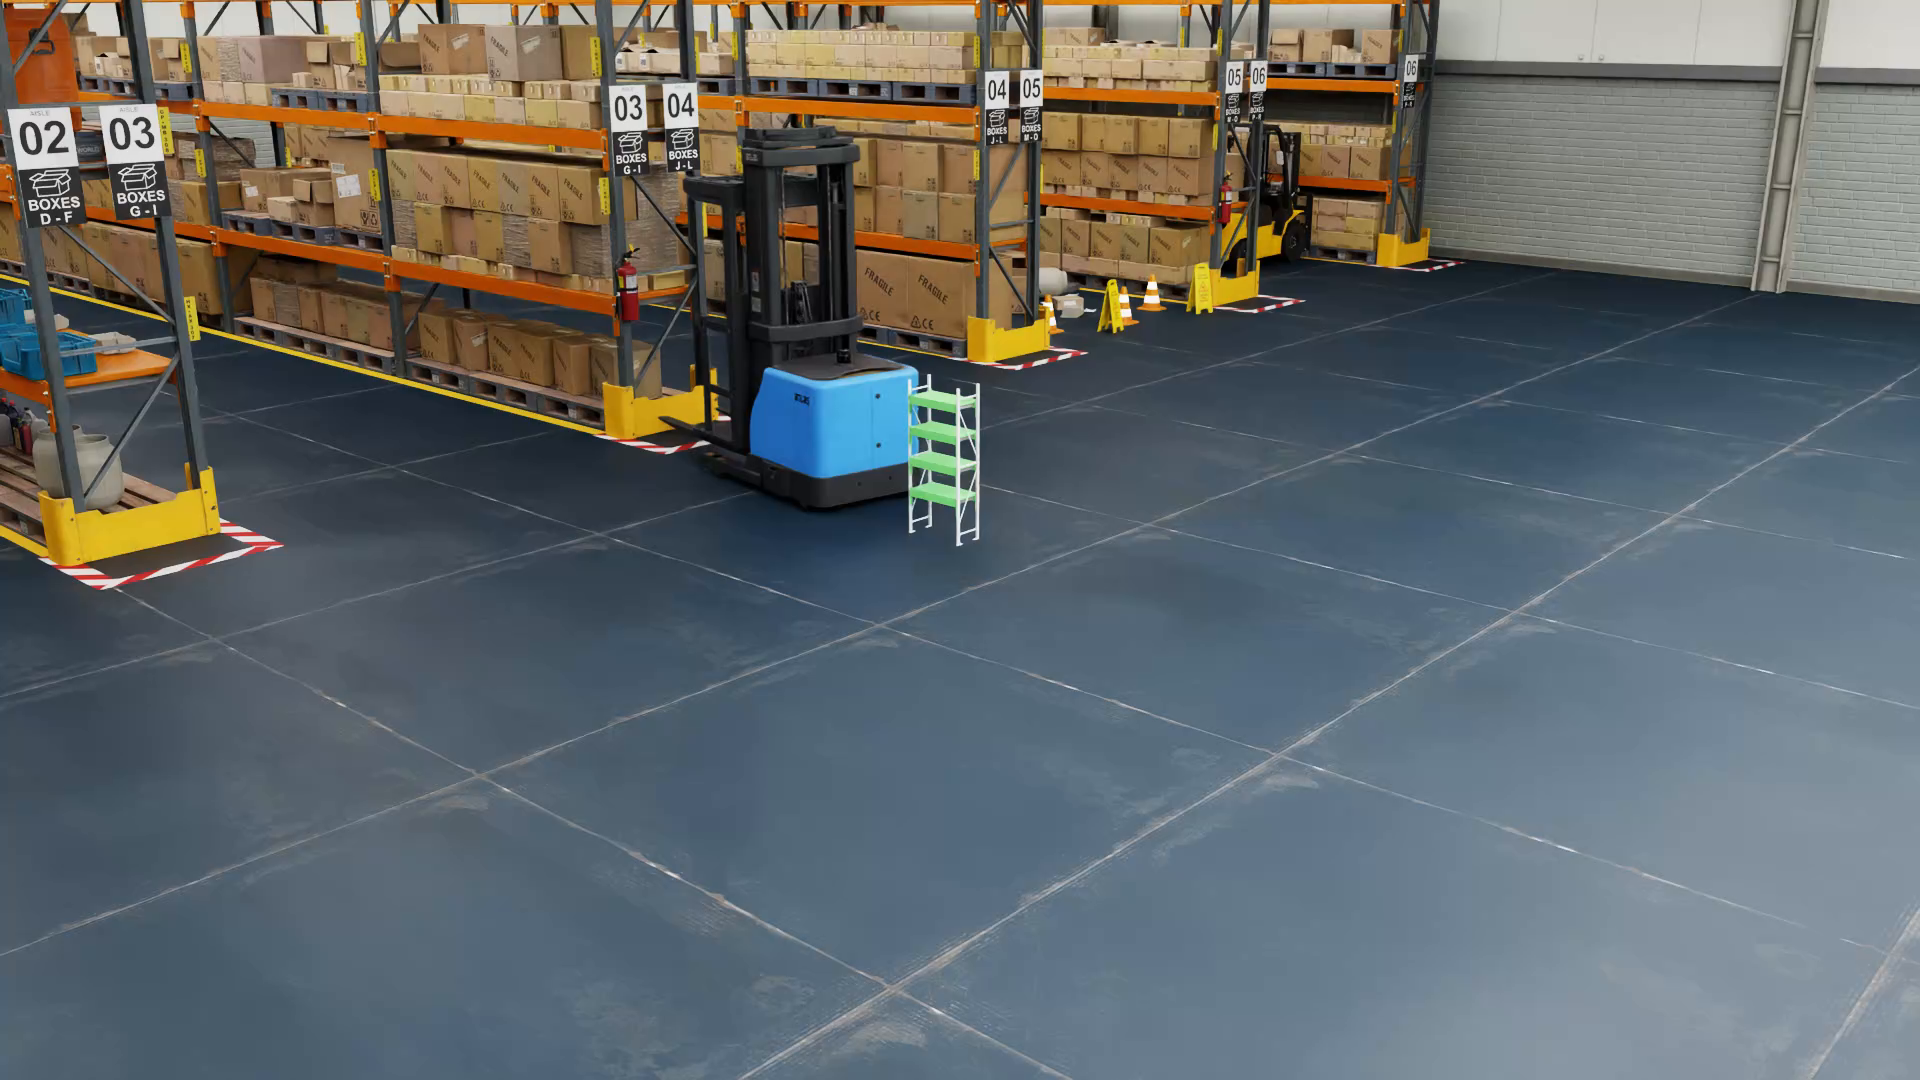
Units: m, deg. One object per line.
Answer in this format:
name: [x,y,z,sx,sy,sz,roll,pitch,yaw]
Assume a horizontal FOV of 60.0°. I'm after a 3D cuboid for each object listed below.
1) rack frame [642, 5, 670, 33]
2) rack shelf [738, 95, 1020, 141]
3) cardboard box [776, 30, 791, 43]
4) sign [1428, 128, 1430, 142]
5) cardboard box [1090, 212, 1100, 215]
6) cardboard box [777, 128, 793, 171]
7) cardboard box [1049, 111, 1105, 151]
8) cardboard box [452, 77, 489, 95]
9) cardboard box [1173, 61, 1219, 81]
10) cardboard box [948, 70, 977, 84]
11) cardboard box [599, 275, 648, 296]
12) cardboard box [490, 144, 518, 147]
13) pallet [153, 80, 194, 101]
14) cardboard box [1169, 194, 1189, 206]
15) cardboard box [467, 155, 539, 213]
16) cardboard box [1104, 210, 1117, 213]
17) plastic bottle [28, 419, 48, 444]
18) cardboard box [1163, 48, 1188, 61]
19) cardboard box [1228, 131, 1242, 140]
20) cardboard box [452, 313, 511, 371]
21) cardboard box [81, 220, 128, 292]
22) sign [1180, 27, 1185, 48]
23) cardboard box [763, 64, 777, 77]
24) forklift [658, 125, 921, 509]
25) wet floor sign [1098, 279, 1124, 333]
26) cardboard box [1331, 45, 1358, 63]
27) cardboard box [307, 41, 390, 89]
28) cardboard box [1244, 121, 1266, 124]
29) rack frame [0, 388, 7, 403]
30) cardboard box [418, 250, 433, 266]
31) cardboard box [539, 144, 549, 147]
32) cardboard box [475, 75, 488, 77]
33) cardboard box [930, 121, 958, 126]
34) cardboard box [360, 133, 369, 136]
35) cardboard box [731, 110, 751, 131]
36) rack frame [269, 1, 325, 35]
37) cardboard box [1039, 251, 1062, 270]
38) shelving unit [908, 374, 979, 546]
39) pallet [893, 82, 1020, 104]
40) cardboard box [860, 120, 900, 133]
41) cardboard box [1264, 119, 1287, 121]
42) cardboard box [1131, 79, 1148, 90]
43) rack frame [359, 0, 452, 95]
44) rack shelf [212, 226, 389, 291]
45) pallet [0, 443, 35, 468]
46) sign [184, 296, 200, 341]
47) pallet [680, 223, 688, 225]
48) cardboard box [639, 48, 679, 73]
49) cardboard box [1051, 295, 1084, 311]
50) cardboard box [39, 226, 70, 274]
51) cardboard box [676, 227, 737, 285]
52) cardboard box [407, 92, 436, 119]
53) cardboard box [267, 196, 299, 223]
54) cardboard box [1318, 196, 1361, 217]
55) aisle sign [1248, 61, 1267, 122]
rack frame: [-5.209,-10.023,29.319,0.127,3.000,1.000,15,23,39]
rack shelf: [-0.940,-5.103,19.962,4.000,0.370,1.077,15,23,39]
cardboard box: [-2.008,-6.103,20.164,0.250,0.149,0.380,15,23,39]
sign: [7.431,-6.453,26.424,0.005,0.325,0.100,15,23,39]
cardboard box: [1.777,-4.645,24.900,0.500,0.500,0.500,16,23,40]
cardboard box: [-2.182,-4.922,21.128,0.550,0.550,0.875,15,23,39]
cardboard box: [1.685,-5.872,23.845,0.500,0.500,0.700,14,23,38]
cardboard box: [-4.765,-4.475,16.385,0.250,0.149,0.380,14,23,38]
cardboard box: [3.205,-6.296,22.290,0.500,0.250,0.500,15,23,39]
cardboard box: [0.083,-5.162,18.516,0.250,0.149,0.380,15,23,39]
cardboard box: [-3.162,-2.403,15.641,0.250,0.149,0.380,15,23,39]
cardboard box: [-6.683,-5.736,24.463,0.250,0.149,0.380,16,24,41]
pallet: [-9.312,-5.576,20.575,1.003,0.211,1.213,16,24,42]
cardboard box: [3.081,-4.687,22.837,0.250,0.149,0.380,15,23,39]
cardboard box: [-4.506,-3.535,16.482,0.500,0.500,0.500,15,23,39]
cardboard box: [3.093,-6.009,29.820,0.625,0.625,0.875,15,23,39]
plastic bottle: [-7.914,-0.905,14.281,0.135,0.276,0.152,16,23,40]
cardboard box: [2.947,-6.553,22.440,0.250,0.149,0.380,15,23,39]
cardboard box: [4.674,-6.751,27.687,0.250,0.149,0.380,16,23,40]
cardboard box: [-5.097,-2.122,17.776,0.500,0.500,0.500,-10,20,-28]
cardboard box: [-11.295,-3.985,23.029,0.875,0.875,1.225,15,23,39]
sign: [3.714,-8.383,27.733,0.005,0.325,0.100,15,23,39]
cardboard box: [-2.194,-5.774,20.443,0.250,0.149,0.380,15,23,39]
forklift: [-1.623,-2.030,14.162,1.130,2.935,3.031,-13,22,-36]
wet floor sign: [1.892,-2.934,20.791,0.232,0.644,0.267,11,20,30]
cardboard box: [6.047,-7.640,26.131,0.258,0.266,0.396,15,23,39]
cardboard box: [-6.795,-5.300,18.531,0.637,0.503,0.797,16,24,41]
cardboard box: [4.897,-6.847,27.497,0.250,0.149,0.380,15,23,38]
rack frame: [-9.091,-2.195,14.569,0.127,3.000,1.000,15,23,39]
cardboard box: [-5.459,-2.987,17.482,0.250,0.149,0.380,15,23,39]
cardboard box: [-6.028,-5.825,24.744,0.250,0.149,0.380,15,23,39]
cardboard box: [-4.761,-4.709,17.122,0.250,0.149,0.380,14,22,38]
cardboard box: [-0.245,-6.433,25.501,0.250,0.149,0.380,14,22,38]
cardboard box: [-9.356,-6.351,27.007,0.500,0.500,0.500,14,23,38]
cardboard box: [-3.534,-7.132,28.307,0.500,0.500,0.500,15,23,39]
rack frame: [-11.411,-9.686,28.257,0.127,3.000,1.000,15,23,39]
cardboard box: [1.443,-4.163,24.622,0.500,0.250,0.500,17,24,42]
shelving unit: [-0.124,-0.605,12.535,0.503,1.200,0.258,15,23,39]
pallet: [-0.006,-5.148,19.063,1.213,0.211,1.003,15,23,39]
cardboard box: [-1.238,-6.400,26.466,0.500,0.500,0.500,16,23,40]
cardboard box: [5.282,-6.982,27.923,0.250,0.149,0.380,15,23,38]
cardboard box: [2.567,-6.282,22.903,0.250,0.149,0.380,15,23,39]
rack frame: [-5.803,-6.175,17.193,0.127,3.000,1.000,15,23,39]
rack shelf: [-7.299,-3.374,19.474,4.000,0.370,1.077,15,23,39]
pallet: [-8.616,-0.722,14.536,1.213,0.211,1.003,15,23,39]
sign: [-5.731,-1.647,12.386,0.005,0.325,0.100,15,23,39]
pallet: [-4.582,-5.697,30.214,1.213,0.211,1.003,15,23,39]
cardboard box: [-3.893,-6.355,22.005,0.500,0.311,0.500,14,22,37]
cardboard box: [1.446,-3.202,22.454,0.380,0.149,0.250,-6,18,-18]
cardboard box: [-12.901,-4.441,24.463,0.875,0.875,0.875,15,23,39]
cardboard box: [-3.679,-3.844,22.790,0.750,0.750,1.050,15,23,39]
cardboard box: [-5.238,-4.420,16.871,0.500,0.250,0.500,15,23,39]
cardboard box: [-7.694,-3.859,19.366,0.500,0.250,0.500,14,22,38]
cardboard box: [6.121,-5.368,26.764,0.500,0.250,0.500,16,23,40]
aisle sign: [4.018,-6.051,22.423,0.004,0.787,0.394,15,23,39]
